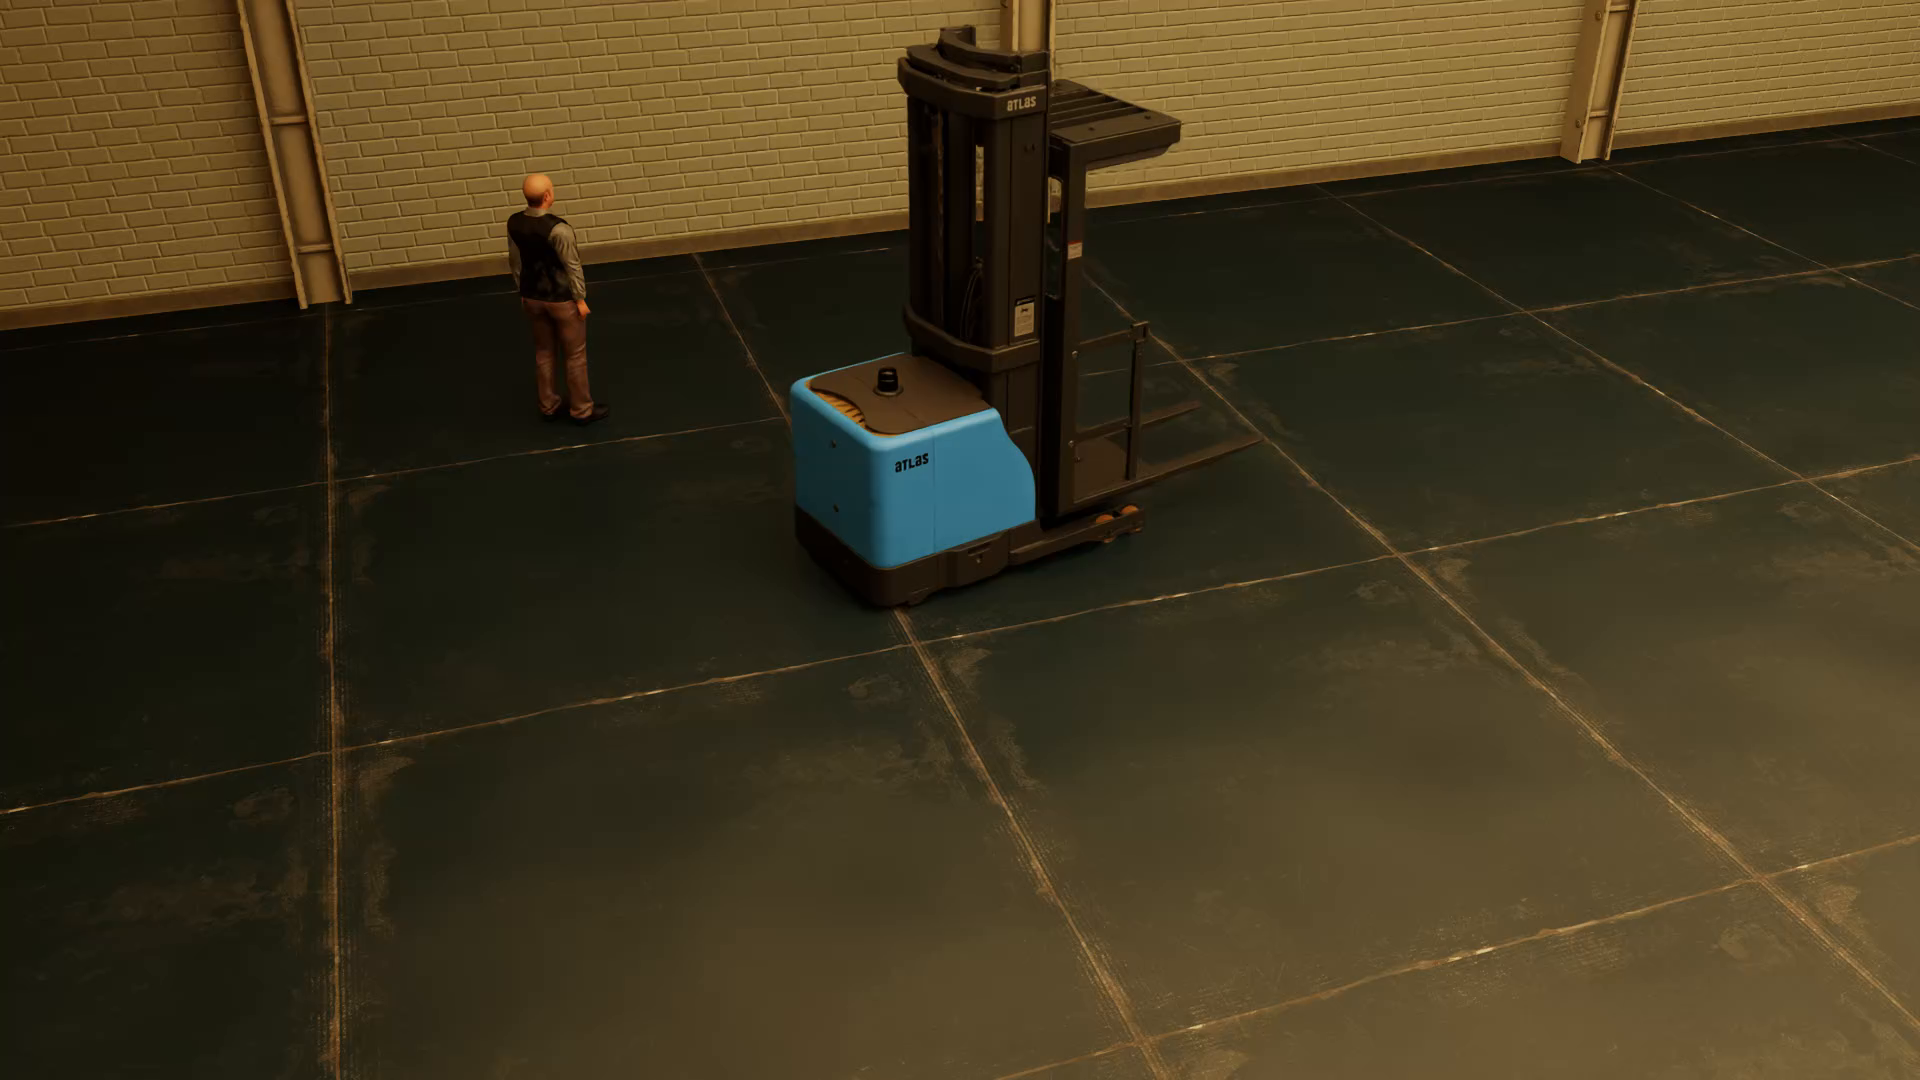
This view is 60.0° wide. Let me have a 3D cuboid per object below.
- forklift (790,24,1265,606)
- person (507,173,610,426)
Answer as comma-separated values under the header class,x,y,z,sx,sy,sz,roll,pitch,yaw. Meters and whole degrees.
class,x,y,z,sx,sy,sz,roll,pitch,yaw
forklift,0.525,-1.455,9.617,3.031,2.935,1.130,-18,35,-29
person,-2.703,-1.604,11.087,0.530,1.725,0.360,12,32,20
